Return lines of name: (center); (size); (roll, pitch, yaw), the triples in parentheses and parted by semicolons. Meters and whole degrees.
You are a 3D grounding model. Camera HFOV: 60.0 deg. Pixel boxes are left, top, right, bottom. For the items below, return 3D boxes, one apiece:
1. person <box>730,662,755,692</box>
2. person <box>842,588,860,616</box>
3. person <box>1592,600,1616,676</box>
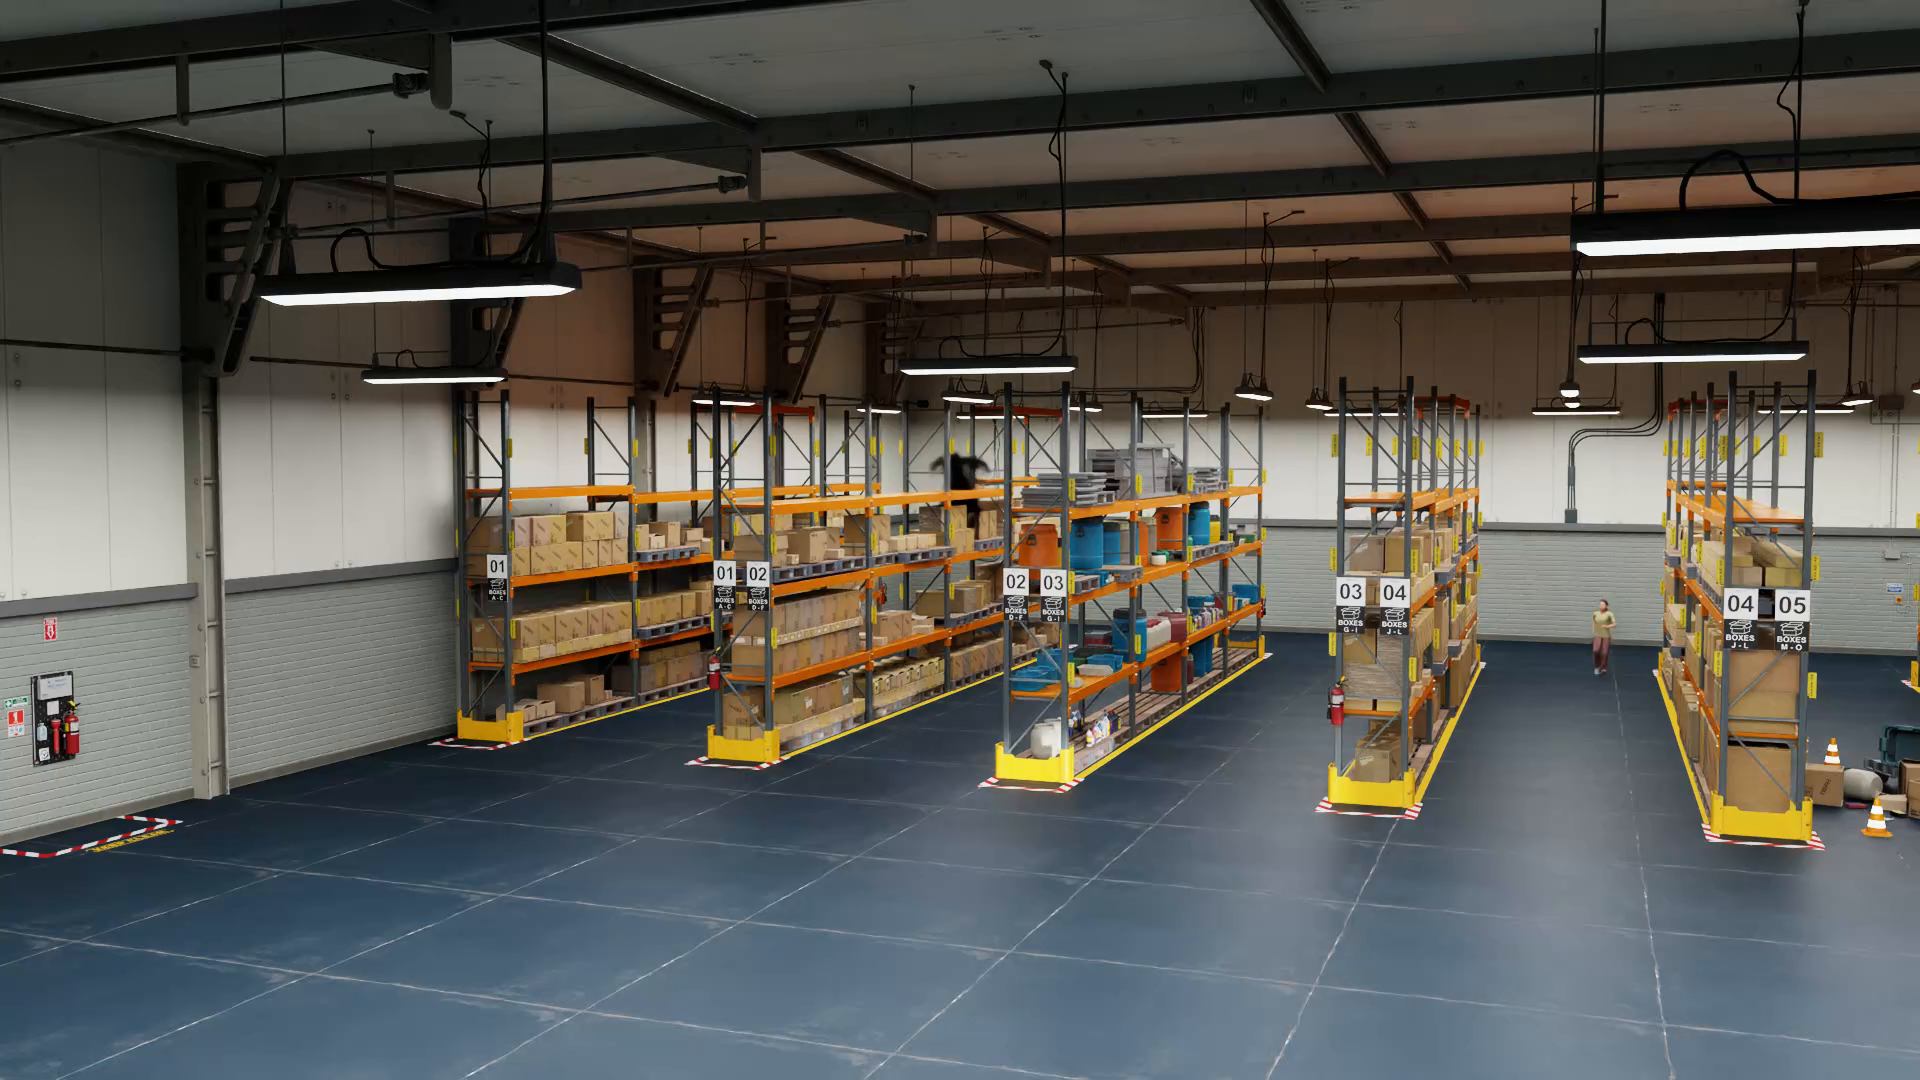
person: (-3.842, 2.527, 30.314); (0.584, 1.614, 0.793); (1, 3, 9)
person: (-2.648, 2.009, 38.143); (0.610, 1.827, 0.867); (1, 3, 18)
person: (14.171, 2.152, 36.626); (0.538, 1.683, 0.676); (2, 4, 31)
